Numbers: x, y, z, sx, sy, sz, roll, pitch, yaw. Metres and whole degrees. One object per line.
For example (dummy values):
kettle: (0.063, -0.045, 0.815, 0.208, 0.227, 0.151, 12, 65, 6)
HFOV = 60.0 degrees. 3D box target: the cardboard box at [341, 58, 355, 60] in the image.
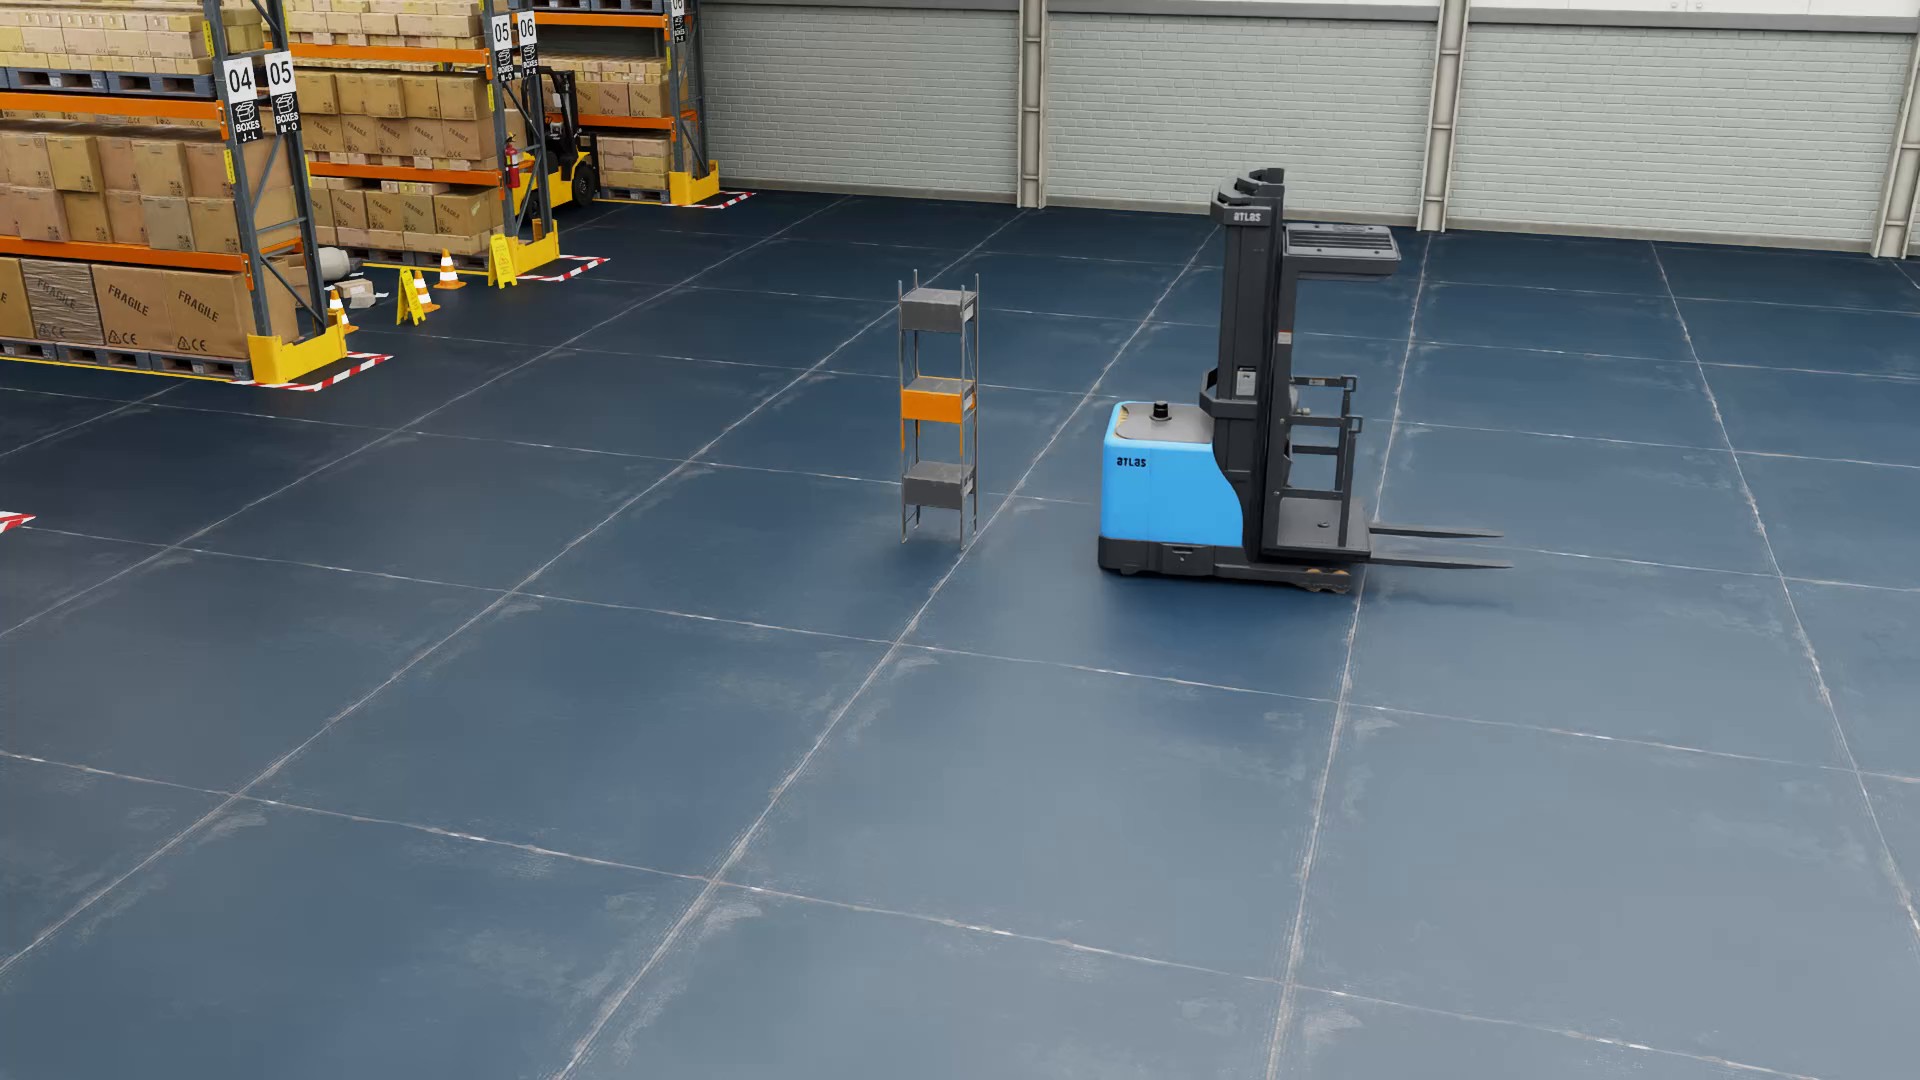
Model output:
cardboard box: (-10.041, -7.923, 27.552, 0.250, 0.149, 0.380, 7, 23, 17)

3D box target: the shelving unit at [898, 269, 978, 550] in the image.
shelving unit: (-0.158, -0.990, 12.821, 0.503, 2.100, 0.431, 7, 23, 16)

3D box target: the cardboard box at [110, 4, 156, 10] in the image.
cardboard box: (-8.435, -5.383, 16.988, 0.250, 0.149, 0.380, 6, 23, 15)

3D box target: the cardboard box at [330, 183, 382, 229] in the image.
cardboard box: (-7.988, -4.452, 22.159, 0.500, 0.500, 0.500, 8, 24, 18)

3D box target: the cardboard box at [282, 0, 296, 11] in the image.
cardboard box: (-8.528, -6.857, 21.266, 0.250, 0.149, 0.380, 6, 23, 15)

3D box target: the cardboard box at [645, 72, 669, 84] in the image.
cardboard box: (-4.640, -7.106, 25.560, 0.250, 0.149, 0.380, 7, 23, 16)

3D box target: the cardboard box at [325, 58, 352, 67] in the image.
cardboard box: (-10.150, -7.774, 27.187, 0.250, 0.149, 0.380, 7, 23, 16)

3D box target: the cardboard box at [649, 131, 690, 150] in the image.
cardboard box: (-4.632, -6.330, 26.406, 0.500, 0.250, 0.500, 6, 23, 15)

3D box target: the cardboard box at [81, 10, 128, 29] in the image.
cardboard box: (-8.382, -5.116, 16.338, 0.250, 0.149, 0.380, 7, 23, 16)

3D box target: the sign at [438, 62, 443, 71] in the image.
sign: (-8.204, -7.563, 26.238, 0.005, 0.325, 0.100, 7, 23, 16)

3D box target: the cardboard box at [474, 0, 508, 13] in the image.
cardboard box: (-5.938, -6.773, 21.062, 0.250, 0.149, 0.380, 6, 23, 15)

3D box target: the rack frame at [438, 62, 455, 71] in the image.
rack frame: (-8.056, -7.262, 26.926, 0.127, 3.000, 1.000, 7, 23, 16)

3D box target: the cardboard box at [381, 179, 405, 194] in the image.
cardboard box: (-7.362, -4.656, 21.800, 0.250, 0.149, 0.380, 8, 23, 18)

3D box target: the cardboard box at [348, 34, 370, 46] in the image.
cardboard box: (-7.563, -6.381, 21.157, 0.250, 0.149, 0.380, 6, 23, 15)

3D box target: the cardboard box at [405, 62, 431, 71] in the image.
cardboard box: (-8.700, -7.587, 26.732, 0.250, 0.149, 0.380, 6, 23, 15)

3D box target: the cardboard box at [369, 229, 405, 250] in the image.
cardboard box: (-7.505, -4.048, 22.160, 0.500, 0.250, 0.500, 6, 23, 14)

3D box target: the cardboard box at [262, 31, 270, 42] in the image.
cardboard box: (-9.025, -6.556, 21.585, 0.250, 0.149, 0.380, 7, 23, 16)

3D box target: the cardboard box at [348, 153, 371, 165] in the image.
cardboard box: (-7.806, -5.030, 21.815, 0.250, 0.149, 0.380, 6, 23, 15)

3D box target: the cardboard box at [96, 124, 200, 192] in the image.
cardboard box: (-8.384, -3.971, 17.283, 0.550, 0.550, 0.875, 7, 23, 16)

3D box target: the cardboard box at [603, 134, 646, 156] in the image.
cardboard box: (-5.248, -6.199, 26.088, 0.500, 0.250, 0.500, 7, 23, 16)

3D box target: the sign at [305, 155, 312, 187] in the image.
sign: (-6.824, -3.848, 17.359, 0.005, 0.325, 0.100, 7, 23, 16)

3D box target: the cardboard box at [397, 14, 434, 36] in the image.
cardboard box: (-6.702, -6.494, 20.908, 0.500, 0.250, 0.500, 6, 23, 15)

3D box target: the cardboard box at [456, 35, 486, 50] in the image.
cardboard box: (-6.080, -6.229, 20.786, 0.250, 0.149, 0.380, 7, 23, 16)

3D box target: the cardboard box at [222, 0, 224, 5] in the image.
cardboard box: (-9.930, -7.180, 22.419, 0.500, 0.250, 0.500, 6, 23, 14)

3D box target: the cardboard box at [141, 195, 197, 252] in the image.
cardboard box: (-7.891, -3.356, 17.206, 0.550, 0.550, 0.875, 7, 23, 16)

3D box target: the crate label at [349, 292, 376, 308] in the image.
crate label: (-7.207, -2.897, 20.056, 0.298, 0.136, 0.250, -5, 23, -12)

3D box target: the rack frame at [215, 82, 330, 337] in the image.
rack frame: (-6.990, -3.210, 17.048, 0.127, 3.000, 1.000, 7, 23, 16)

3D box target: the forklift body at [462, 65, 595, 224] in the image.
forklift body: (-6.569, -5.976, 24.909, 1.214, 2.155, 2.313, 7, 23, 16)

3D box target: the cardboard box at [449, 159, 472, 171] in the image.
cardboard box: (-6.352, -4.854, 21.387, 0.250, 0.149, 0.380, 6, 23, 15)

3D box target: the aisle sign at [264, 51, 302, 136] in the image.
aisle sign: (-6.836, -4.514, 16.801, 0.004, 0.787, 0.394, 7, 23, 16)

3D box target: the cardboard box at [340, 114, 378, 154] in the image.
cardboard box: (-7.692, -5.338, 21.712, 0.500, 0.500, 0.500, 7, 23, 16)

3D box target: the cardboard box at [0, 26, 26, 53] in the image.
cardboard box: (-9.466, -5.080, 16.775, 0.500, 0.250, 0.500, 6, 23, 15)

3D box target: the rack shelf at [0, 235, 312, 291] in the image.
rack shelf: (-8.905, -3.096, 17.719, 4.000, 0.370, 1.077, 7, 23, 16)

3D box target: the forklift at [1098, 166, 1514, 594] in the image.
forklift: (2.606, -1.180, 12.190, 3.031, 2.935, 1.130, 4, 23, 9)

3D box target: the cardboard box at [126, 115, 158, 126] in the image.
cardboard box: (-10.963, -5.916, 22.568, 0.500, 0.500, 0.500, 7, 23, 17)

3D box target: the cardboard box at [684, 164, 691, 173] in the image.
cardboard box: (-4.641, -5.870, 26.604, 0.500, 0.250, 0.500, 7, 23, 16)

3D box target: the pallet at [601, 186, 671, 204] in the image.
pallet: (-4.971, -5.602, 26.554, 1.213, 0.211, 1.003, 7, 23, 16)

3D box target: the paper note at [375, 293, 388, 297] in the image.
paper note: (-7.137, -3.026, 20.513, 0.142, 0.019, 0.148, -1, 22, -3)

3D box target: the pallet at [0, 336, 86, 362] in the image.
pallet: (-10.114, -2.247, 18.374, 1.213, 0.211, 1.003, 7, 23, 15)

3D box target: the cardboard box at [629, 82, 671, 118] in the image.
cardboard box: (-4.774, -6.828, 25.737, 0.500, 0.500, 0.500, 6, 23, 14)

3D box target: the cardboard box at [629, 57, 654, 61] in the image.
cardboard box: (-4.984, -7.487, 26.095, 0.250, 0.149, 0.380, 7, 23, 17)

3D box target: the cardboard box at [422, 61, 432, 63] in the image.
cardboard box: (-8.573, -7.773, 27.186, 0.250, 0.149, 0.380, 6, 23, 14)

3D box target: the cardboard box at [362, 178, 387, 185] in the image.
cardboard box: (-7.866, -4.649, 22.638, 0.500, 0.500, 0.500, 8, 24, 18)

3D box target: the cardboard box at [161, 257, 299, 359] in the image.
cardboard box: (-7.659, -2.472, 17.494, 0.875, 0.875, 0.875, 7, 23, 16)

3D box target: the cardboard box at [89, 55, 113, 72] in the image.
cardboard box: (-8.381, -4.747, 16.489, 0.250, 0.149, 0.380, 6, 23, 15)

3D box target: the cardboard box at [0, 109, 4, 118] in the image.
cardboard box: (-13.853, -6.019, 23.436, 0.500, 0.250, 0.500, 6, 23, 15)

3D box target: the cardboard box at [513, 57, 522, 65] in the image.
cardboard box: (-6.841, -7.498, 26.124, 0.250, 0.149, 0.380, 6, 23, 15)

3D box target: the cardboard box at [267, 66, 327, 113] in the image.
cardboard box: (-8.645, -5.914, 21.798, 0.500, 0.500, 0.700, 7, 23, 16)

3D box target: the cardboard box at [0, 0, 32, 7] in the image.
cardboard box: (-9.895, -5.550, 17.395, 0.250, 0.149, 0.380, 6, 23, 15)

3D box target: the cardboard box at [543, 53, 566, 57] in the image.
cardboard box: (-6.447, -7.669, 26.539, 0.250, 0.149, 0.380, 6, 23, 15)

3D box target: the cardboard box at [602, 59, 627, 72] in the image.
cardboard box: (-5.351, -7.359, 25.784, 0.250, 0.149, 0.380, 7, 23, 16)

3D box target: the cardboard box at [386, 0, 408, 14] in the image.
cardboard box: (-7.012, -6.729, 20.956, 0.250, 0.149, 0.380, 7, 23, 16)
